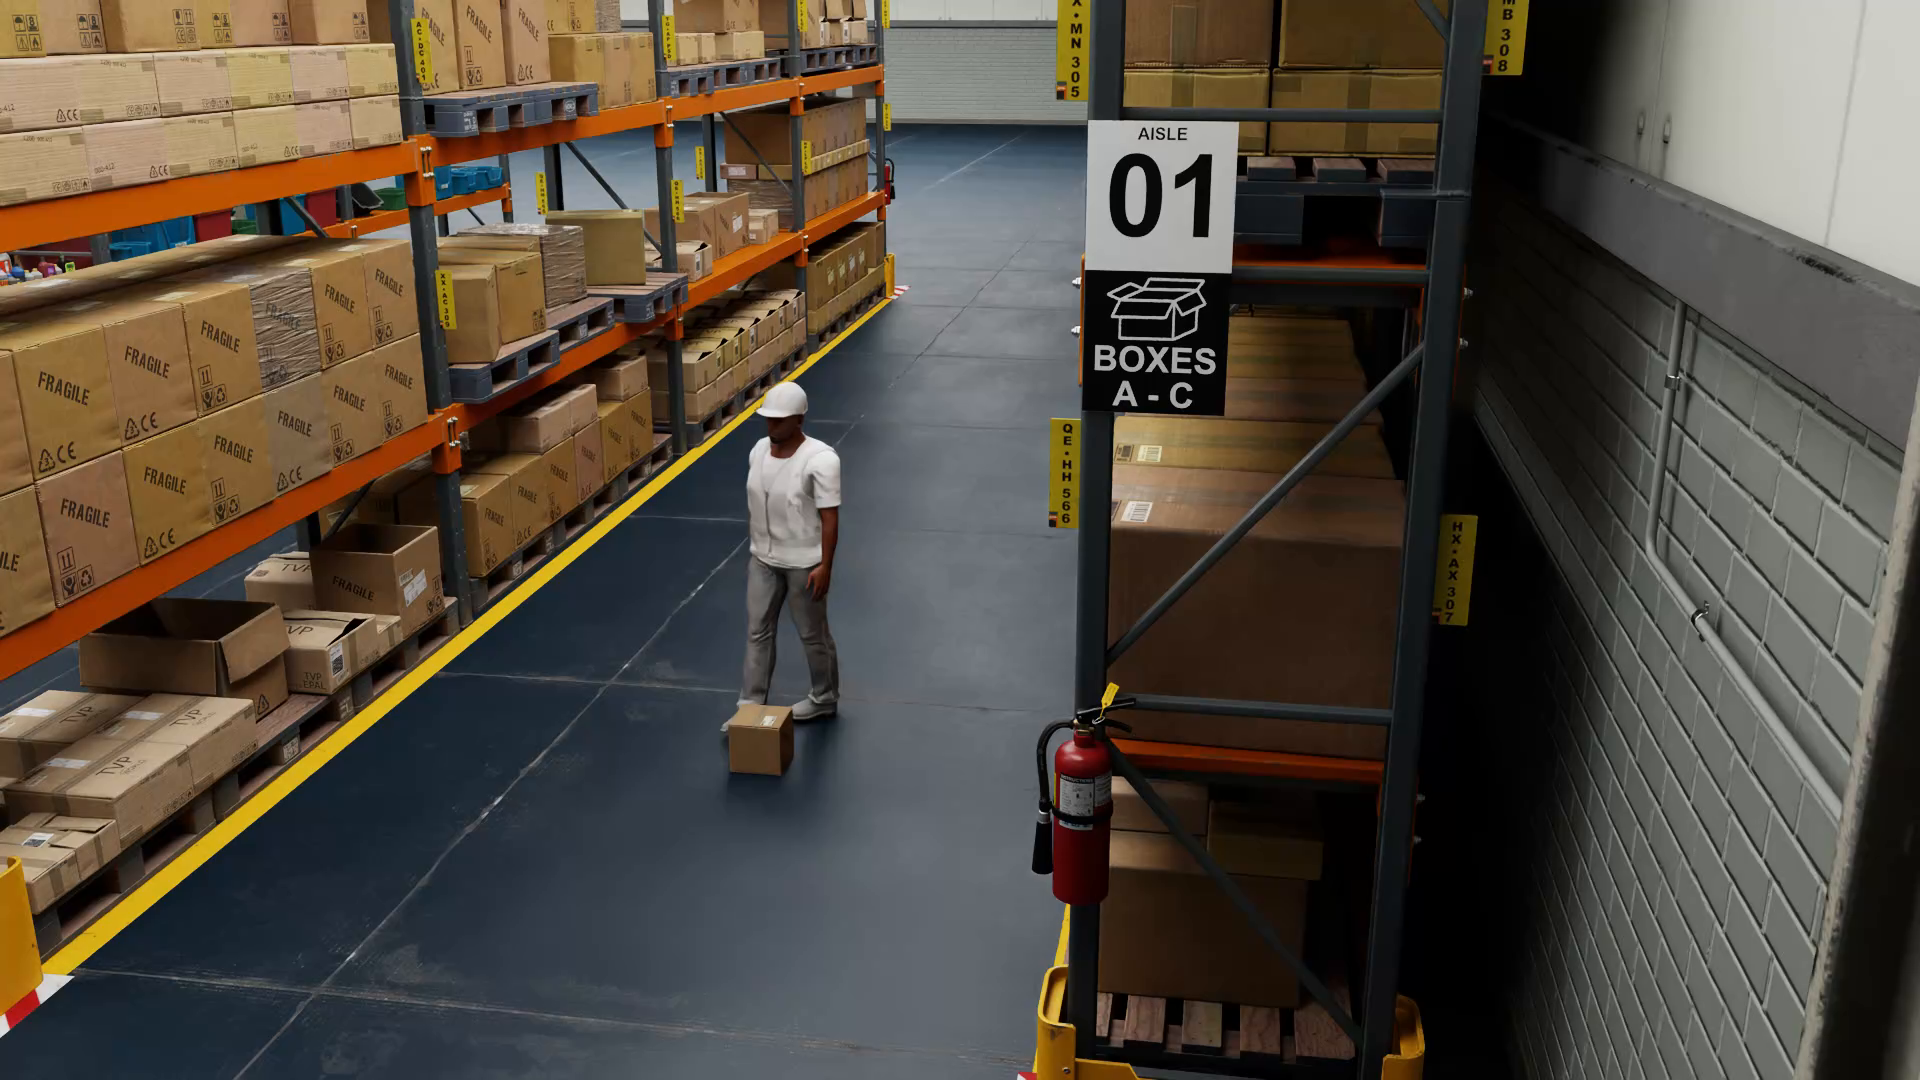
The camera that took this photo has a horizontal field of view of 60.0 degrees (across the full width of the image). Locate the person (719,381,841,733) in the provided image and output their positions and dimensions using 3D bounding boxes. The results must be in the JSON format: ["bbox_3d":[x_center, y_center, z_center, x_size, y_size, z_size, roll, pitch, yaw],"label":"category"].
[{"bbox_3d":[-0.902,0.110,8.161,0.565,1.760,0.685,11,21,32],"label":"person"}]
